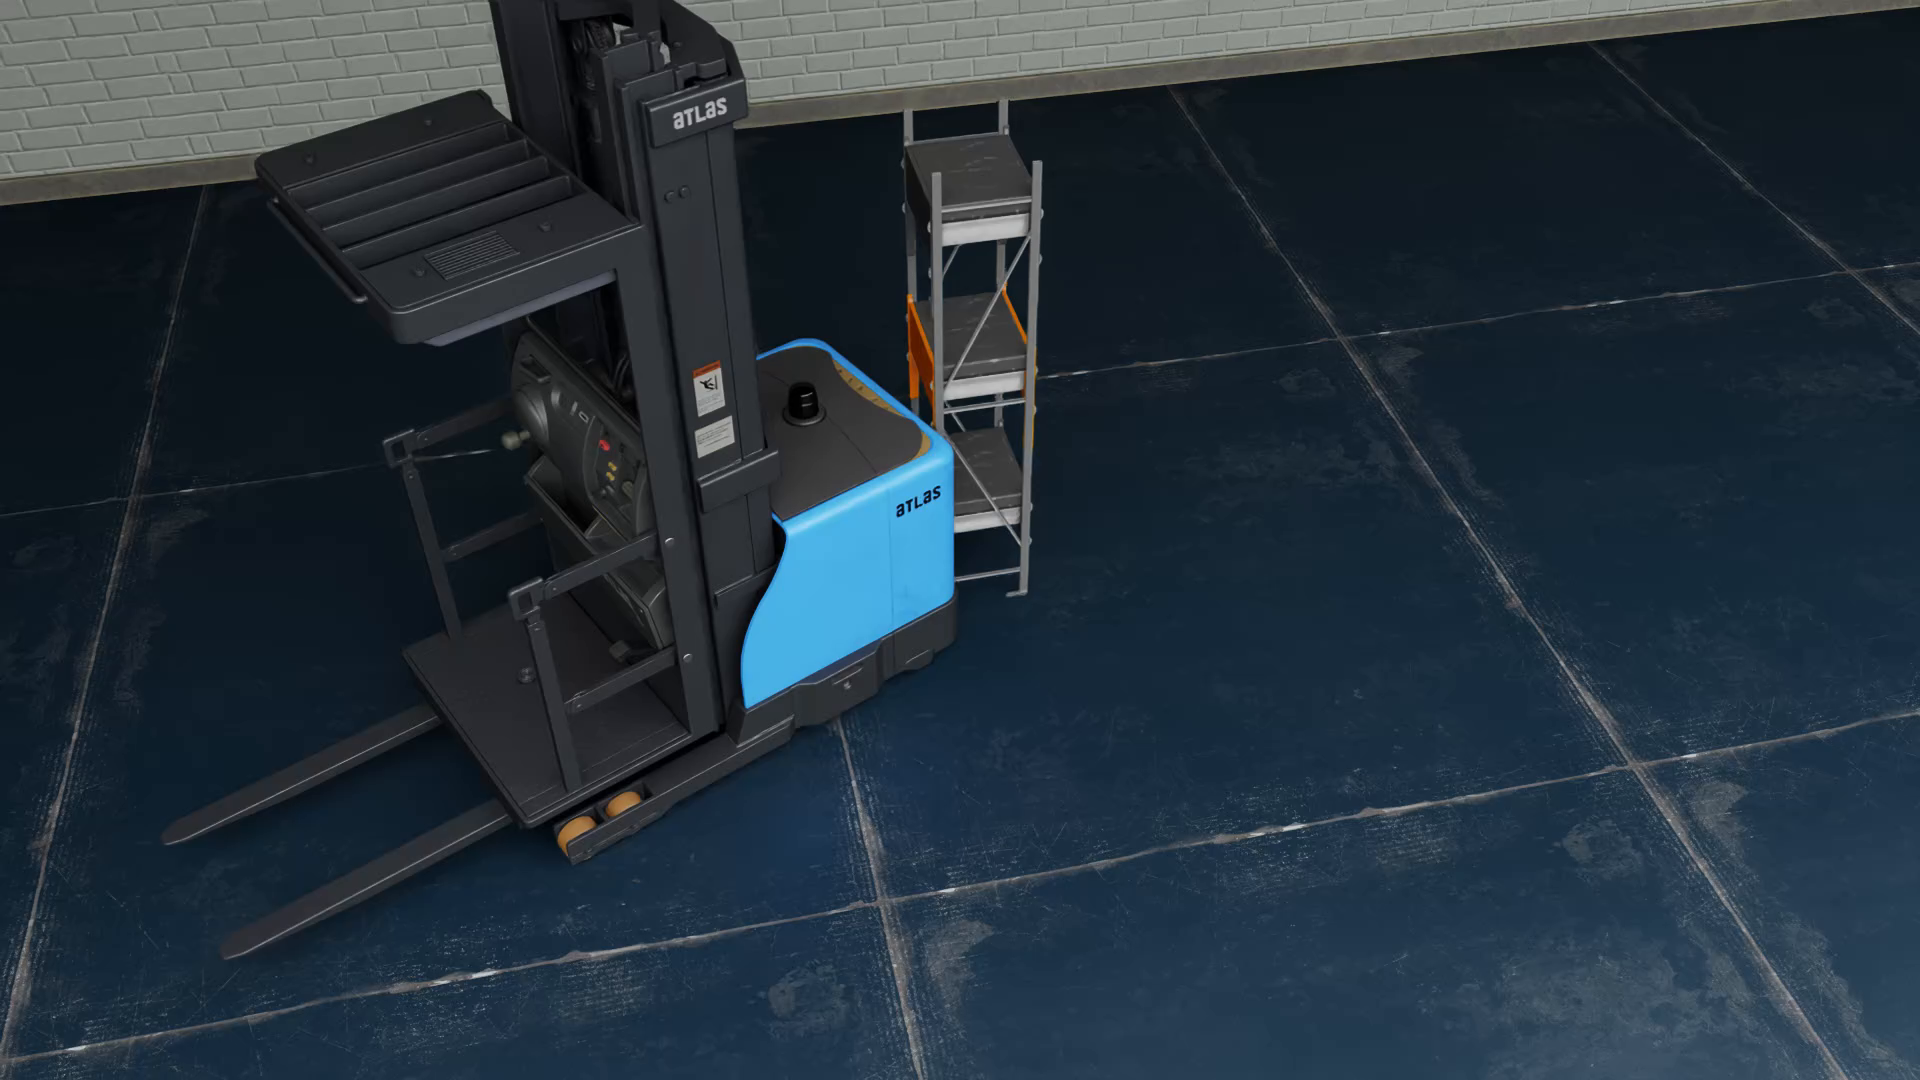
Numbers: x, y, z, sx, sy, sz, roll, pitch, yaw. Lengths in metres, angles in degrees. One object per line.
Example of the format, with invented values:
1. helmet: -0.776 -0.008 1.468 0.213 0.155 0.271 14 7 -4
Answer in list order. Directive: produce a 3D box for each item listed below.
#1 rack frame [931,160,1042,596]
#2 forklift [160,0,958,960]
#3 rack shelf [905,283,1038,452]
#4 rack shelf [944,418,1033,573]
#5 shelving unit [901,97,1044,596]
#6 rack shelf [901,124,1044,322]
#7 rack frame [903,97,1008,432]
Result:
1. rack frame: 0.096 -0.525 6.541 0.400 2.100 0.015 -9 42 -10
2. forklift: -1.486 -0.304 5.666 3.031 2.935 1.130 -27 48 -27
3. rack shelf: 0.041 -0.673 6.727 0.431 0.518 0.480 -9 42 -10
4. rack shelf: 0.042 -0.151 7.193 0.431 0.518 0.480 -9 42 -10
5. shelving unit: 0.041 -0.683 6.718 0.431 2.100 0.503 -9 42 -10
6. rack shelf: 0.040 -1.195 6.261 0.431 0.518 0.480 -9 42 -10
7. rack frame: -0.014 -0.841 6.896 0.400 2.100 0.015 -9 42 -10
